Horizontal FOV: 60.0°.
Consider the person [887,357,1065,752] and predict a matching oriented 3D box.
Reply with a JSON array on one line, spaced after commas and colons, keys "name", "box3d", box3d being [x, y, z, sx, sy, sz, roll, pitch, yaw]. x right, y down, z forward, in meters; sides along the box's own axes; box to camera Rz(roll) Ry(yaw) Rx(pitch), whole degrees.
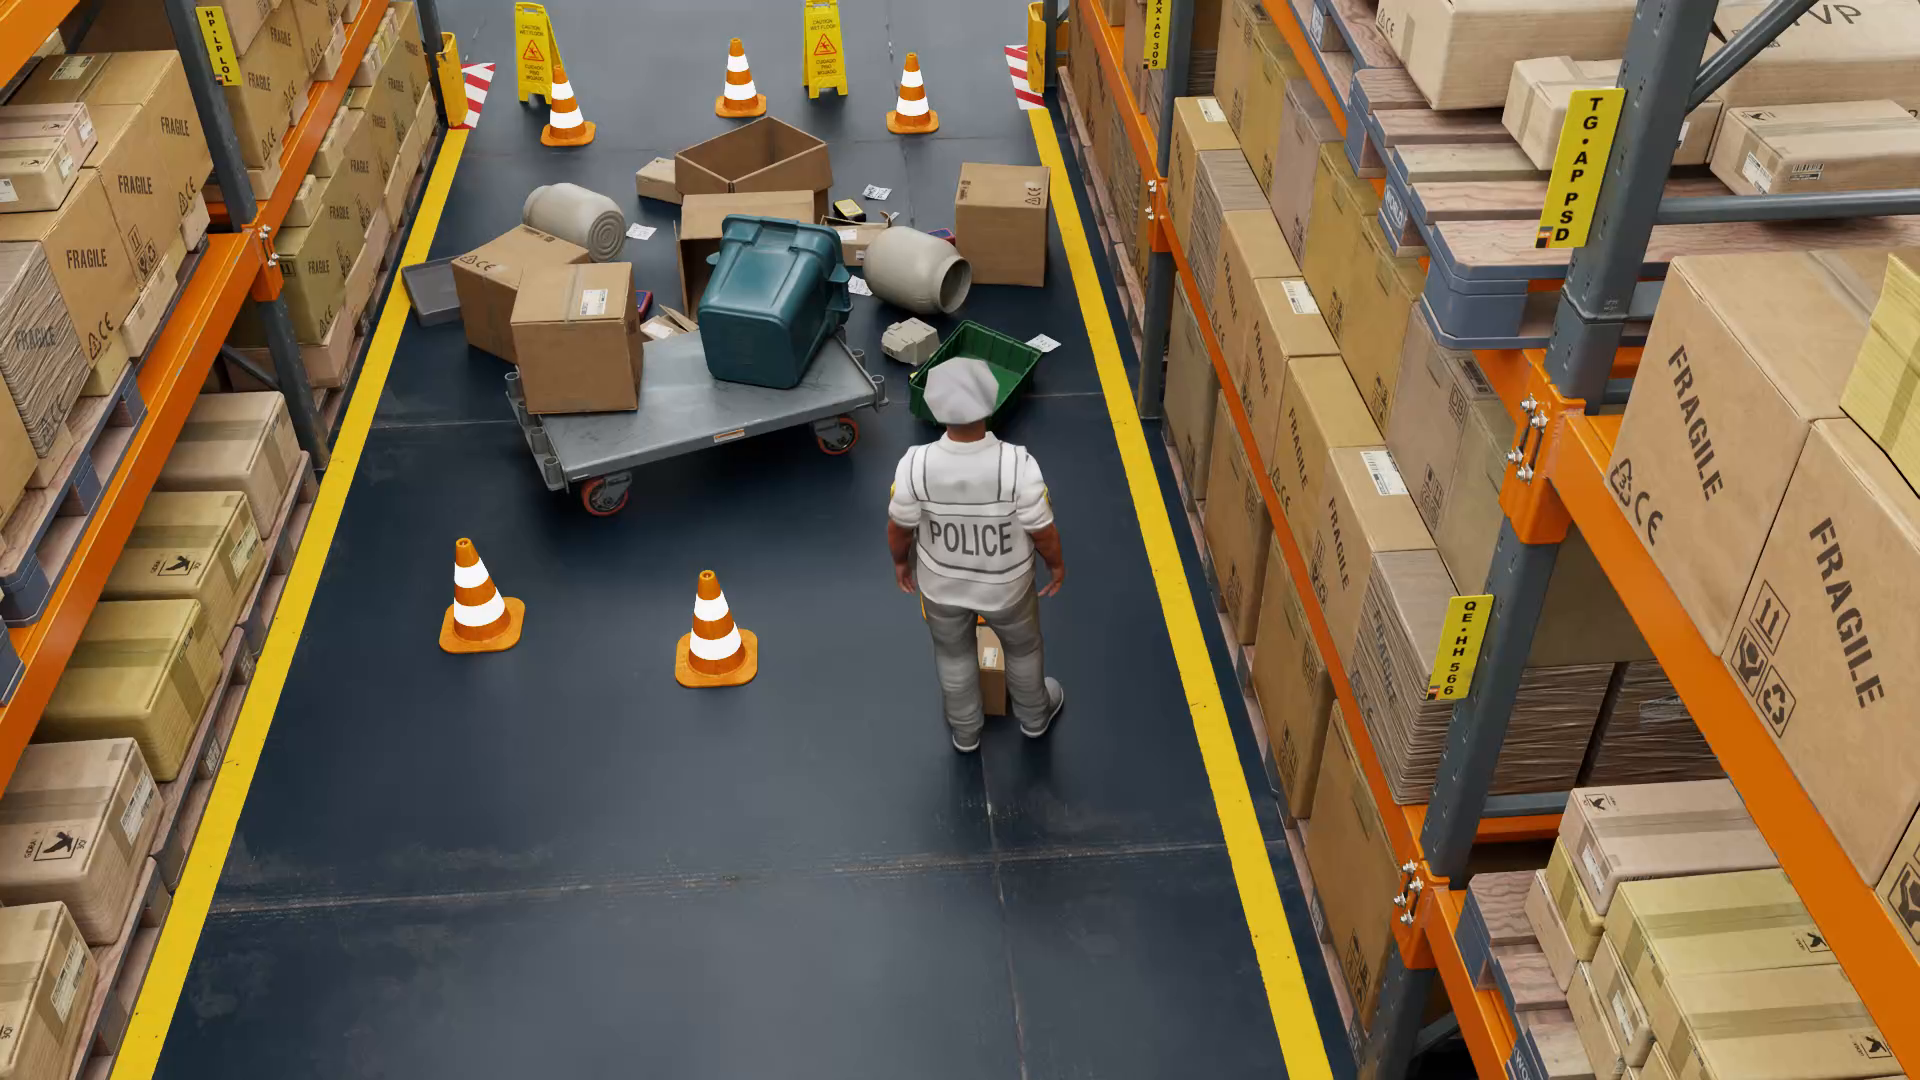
[{"name": "person", "box3d": [0.075, 0.057, 6.041, 0.640, 1.781, 0.575, 5, 39, 6]}]
